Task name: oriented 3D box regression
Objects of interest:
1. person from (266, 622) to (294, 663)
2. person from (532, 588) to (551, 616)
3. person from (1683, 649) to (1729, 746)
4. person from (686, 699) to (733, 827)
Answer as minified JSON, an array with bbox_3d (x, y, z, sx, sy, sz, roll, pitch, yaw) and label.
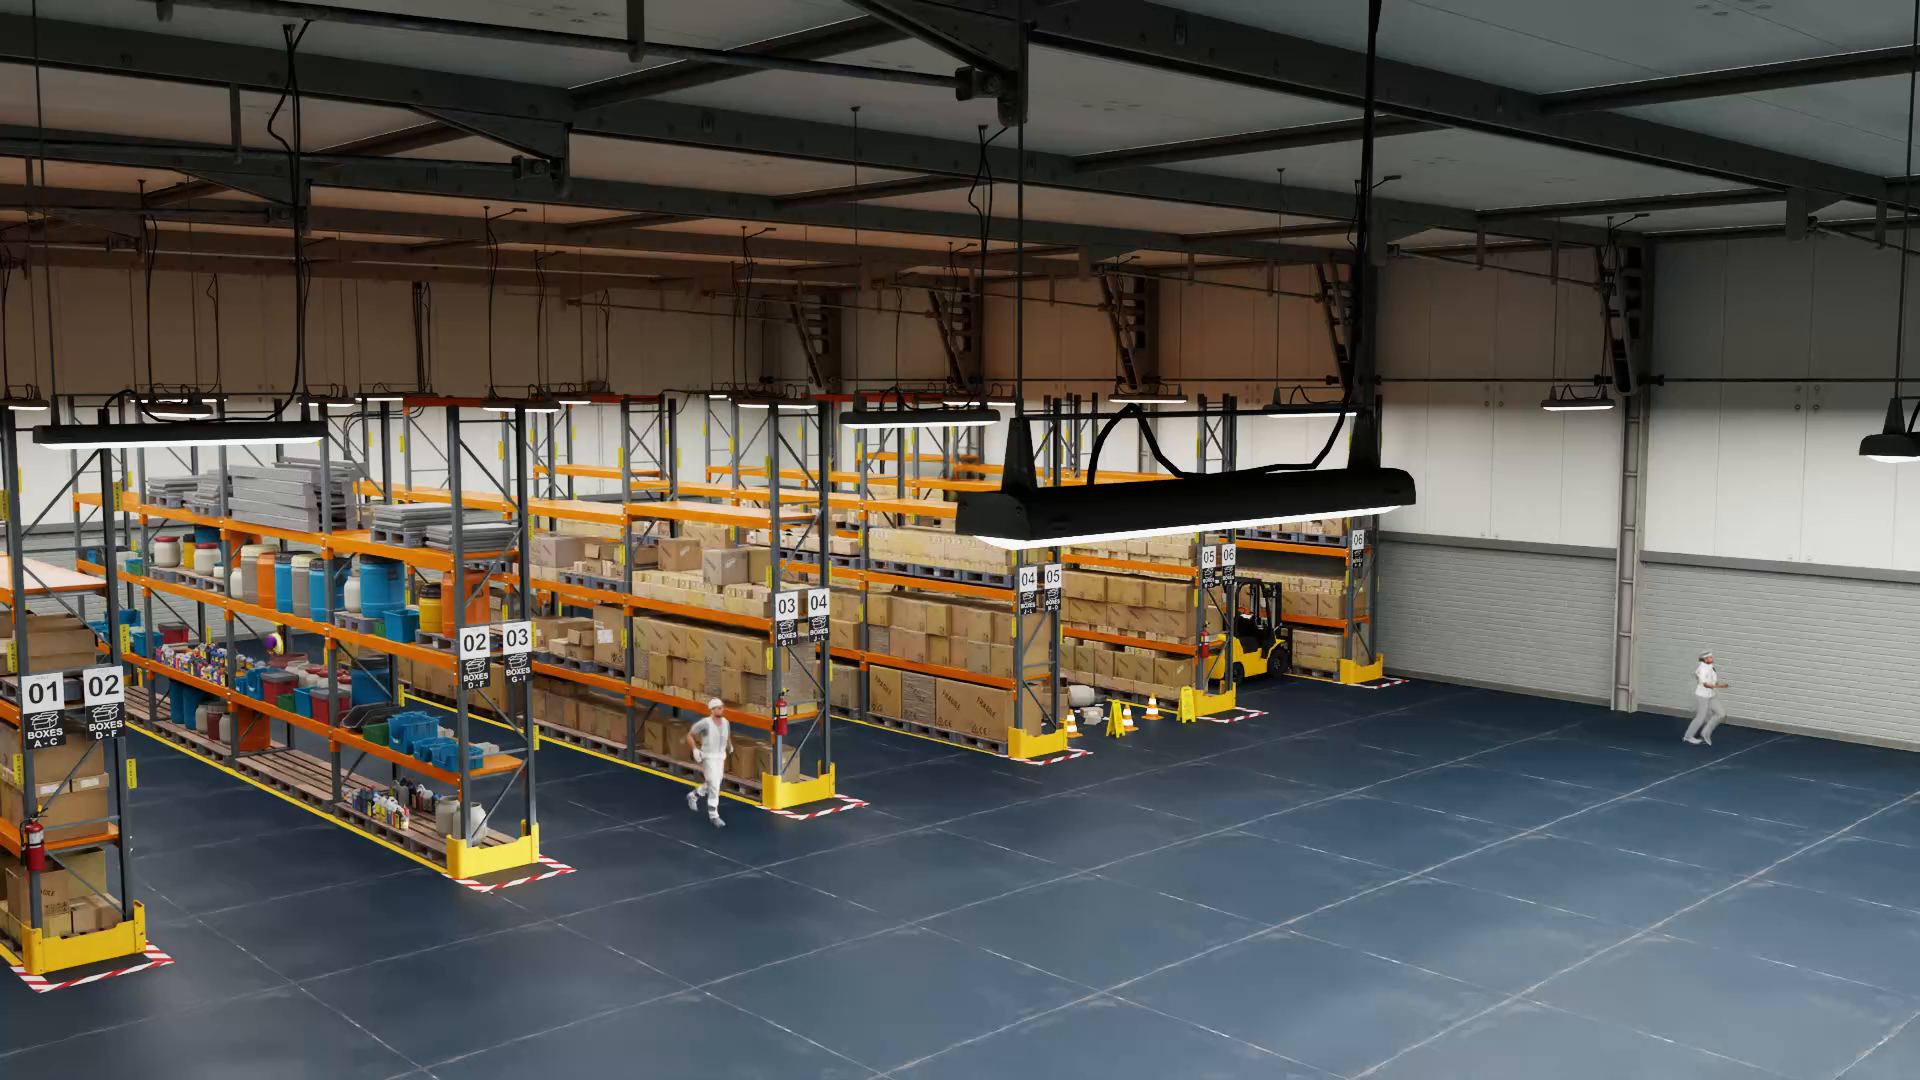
[{"bbox_3d":[-12.956,2.389,31.788,0.796,1.801,0.636,5,8,44],"label":"person"},{"bbox_3d":[-10.231,1.599,40.569,0.650,1.620,0.546,4,7,39],"label":"person"},{"bbox_3d":[12.912,2.716,28.729,0.688,1.706,0.544,4,7,38],"label":"person"},{"bbox_3d":[-3.568,3.155,23.892,0.902,1.773,0.700,5,7,41],"label":"person"}]
